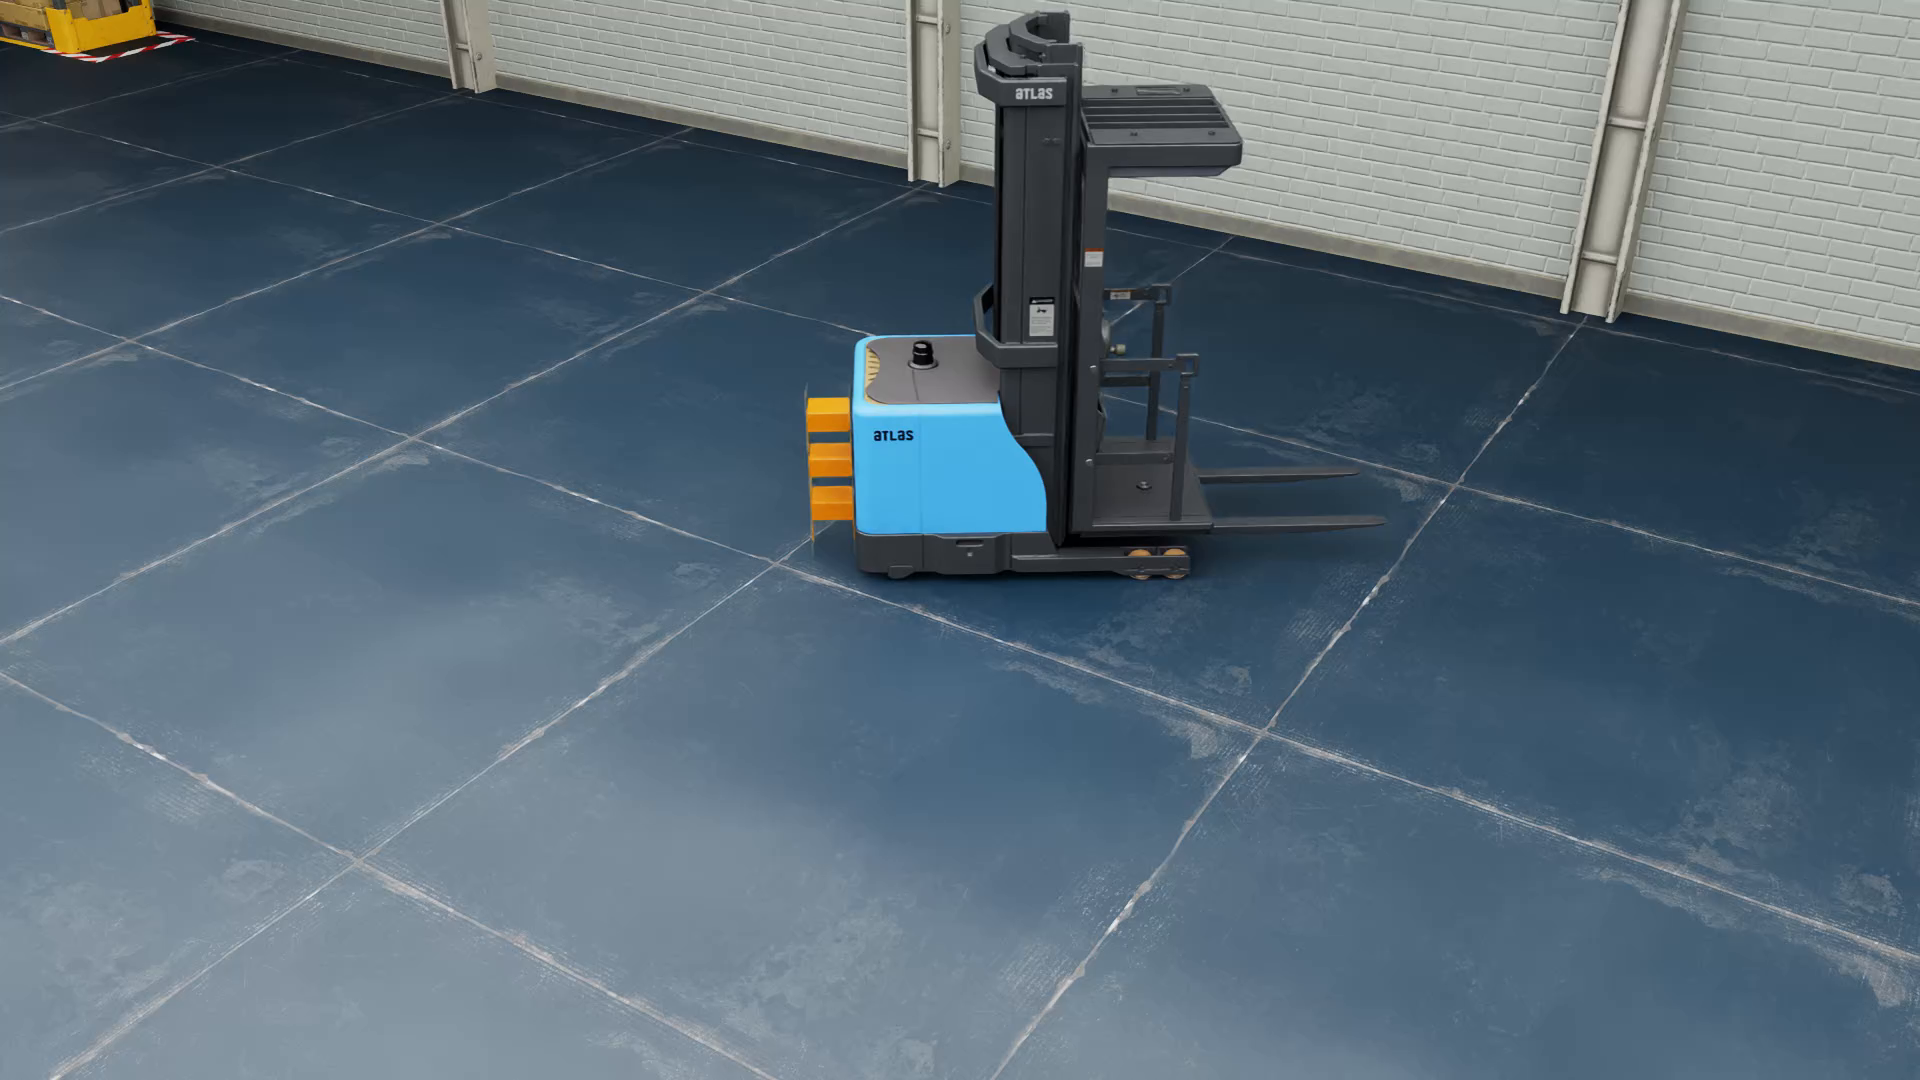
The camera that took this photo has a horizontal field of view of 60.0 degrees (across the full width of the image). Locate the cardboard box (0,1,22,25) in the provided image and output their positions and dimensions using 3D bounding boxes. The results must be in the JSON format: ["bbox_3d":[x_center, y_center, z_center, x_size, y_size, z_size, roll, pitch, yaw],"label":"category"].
[{"bbox_3d":[-11.273,-6.425,20.098,0.500,0.250,0.500,18,35,27],"label":"cardboard box"}]

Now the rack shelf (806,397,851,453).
[{"bbox_3d":[-0.729,-0.649,9.279,0.240,0.259,0.215,-1,30,-2],"label":"rack shelf"}]

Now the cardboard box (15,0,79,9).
[{"bbox_3d":[-10.870,-6.510,19.747,0.500,0.250,0.500,17,34,27],"label":"cardboard box"}]

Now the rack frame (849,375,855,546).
[{"bbox_3d":[-0.607,-0.415,9.420,0.008,1.050,0.200,-1,30,-2],"label":"rack frame"}]

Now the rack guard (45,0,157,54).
[{"bbox_3d":[-10.271,-6.217,19.910,0.348,0.500,1.175,18,35,27],"label":"rack guard"}]

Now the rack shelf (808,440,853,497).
[{"bbox_3d":[-0.729,-0.404,9.422,0.240,0.259,0.215,-1,30,-2],"label":"rack shelf"}]

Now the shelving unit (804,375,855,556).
[{"bbox_3d":[-0.729,-0.413,9.416,0.252,1.050,0.215,-1,30,-2],"label":"shelving unit"}]

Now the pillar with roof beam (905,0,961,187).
[{"bbox_3d":[-2.527,-5.413,10.099,0.400,9.000,9.100,18,35,27],"label":"pillar with roof beam"}]

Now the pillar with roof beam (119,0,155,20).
[{"bbox_3d":[-12.691,-8.628,15.609,0.400,9.000,9.100,18,35,27],"label":"pillar with roof beam"}]

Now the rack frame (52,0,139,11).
[{"bbox_3d":[-10.291,-7.303,19.291,0.127,3.000,1.000,18,35,27],"label":"rack frame"}]

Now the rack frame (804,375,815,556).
[{"bbox_3d":[-0.851,-0.411,9.412,0.008,1.050,0.200,-1,30,-2],"label":"rack frame"}]

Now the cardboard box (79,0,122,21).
[{"bbox_3d":[-10.603,-6.512,20.247,0.500,0.250,0.500,18,35,28],"label":"cardboard box"}]

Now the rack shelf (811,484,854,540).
[{"bbox_3d":[-0.729,-0.164,9.562,0.240,0.259,0.215,-1,30,-2],"label":"rack shelf"}]

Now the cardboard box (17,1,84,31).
[{"bbox_3d":[-10.857,-6.288,19.863,0.500,0.250,0.500,18,35,28],"label":"cardboard box"}]

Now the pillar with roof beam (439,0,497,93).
[{"bbox_3d":[-7.609,-7.021,12.854,0.400,9.000,9.100,18,35,27],"label":"pillar with roof beam"}]

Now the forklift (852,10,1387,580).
[{"bbox_3d":[0.911,-1.311,9.088,3.031,2.935,1.130,-1,30,-2],"label":"forklift"}]

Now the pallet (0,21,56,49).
[{"bbox_3d":[-10.961,-6.285,20.314,1.213,0.211,1.003,18,35,27],"label":"pallet"}]

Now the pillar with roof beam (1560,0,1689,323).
[{"bbox_3d":[2.555,-3.806,7.344,0.400,9.000,9.100,18,35,27],"label":"pillar with roof beam"}]

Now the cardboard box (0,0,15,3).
[{"bbox_3d":[-11.289,-6.648,19.985,0.500,0.250,0.500,17,34,27],"label":"cardboard box"}]
